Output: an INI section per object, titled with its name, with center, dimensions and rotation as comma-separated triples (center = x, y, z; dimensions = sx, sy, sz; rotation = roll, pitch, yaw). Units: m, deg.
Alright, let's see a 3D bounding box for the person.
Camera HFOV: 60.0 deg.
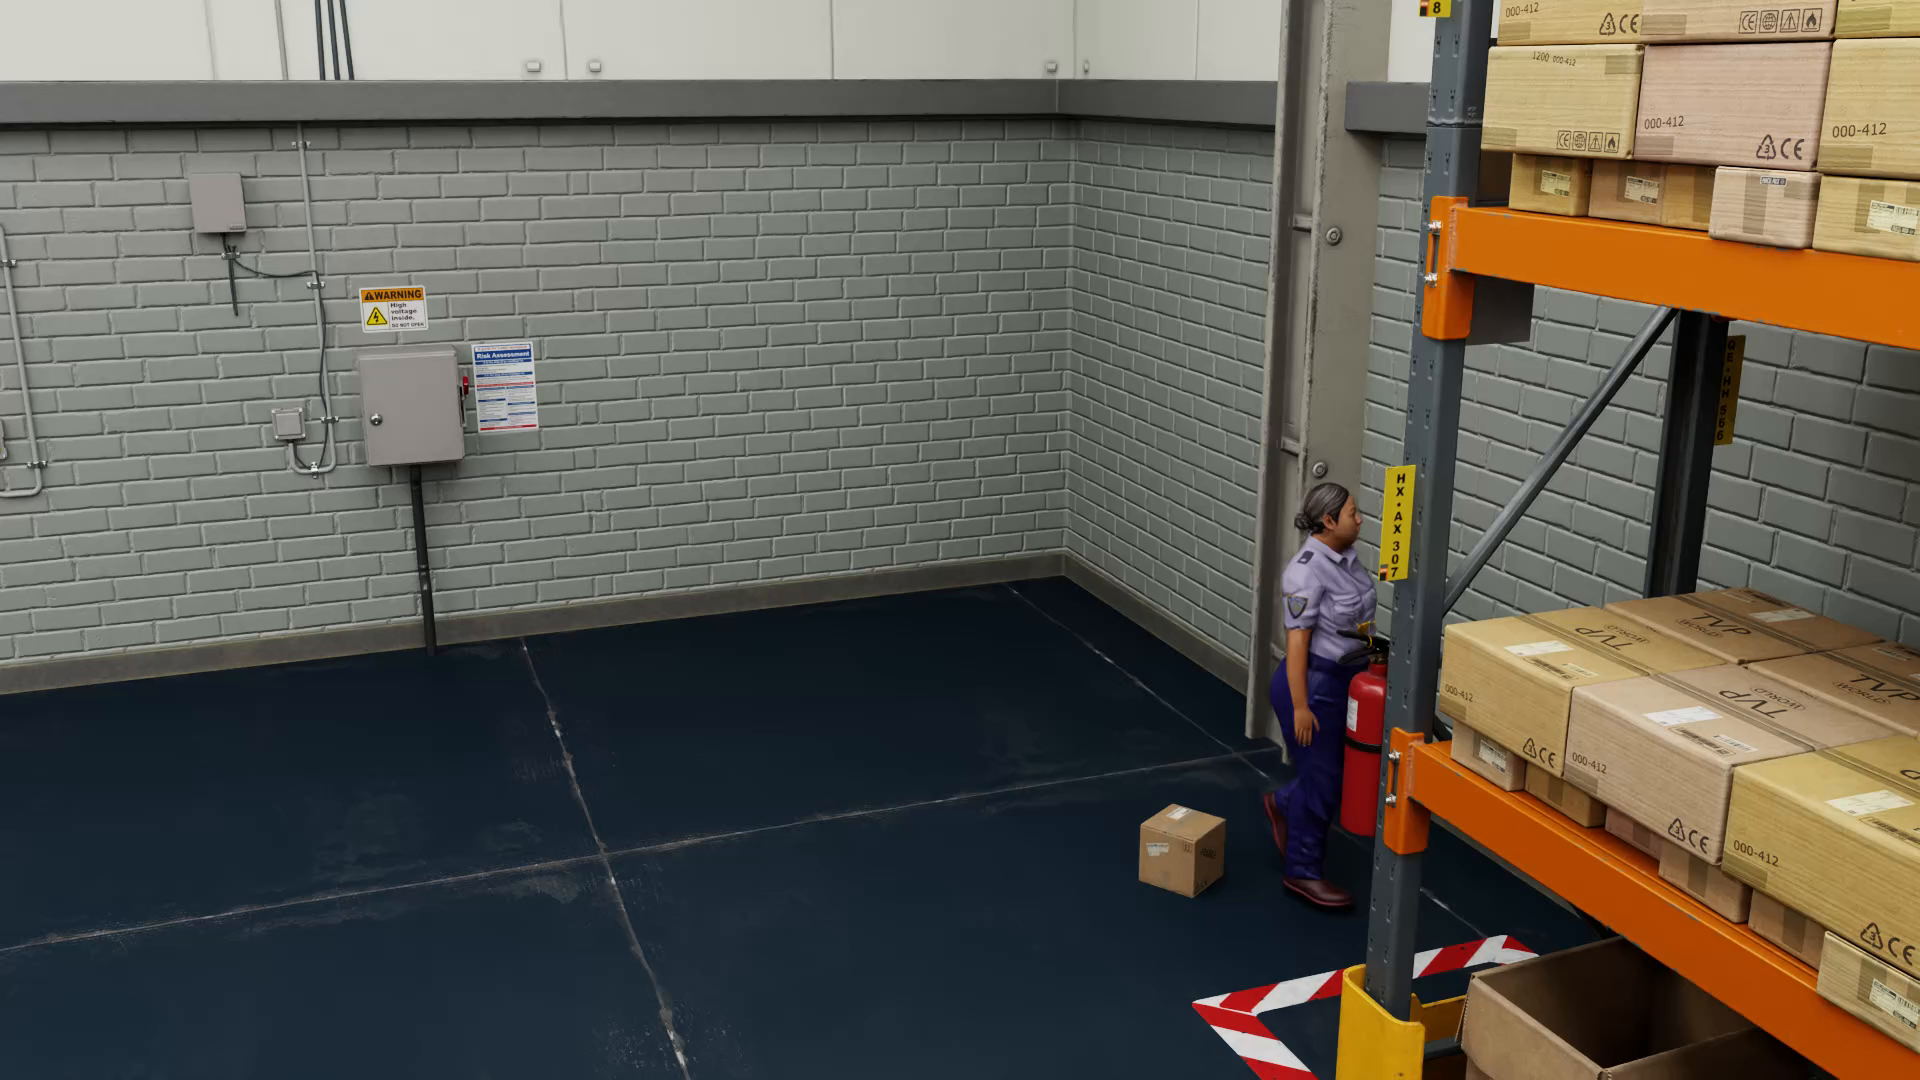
[person]
center = 1.382, 0.576, 6.434
dimensions = 0.497, 1.633, 0.507
rotation = 12, 20, 36
